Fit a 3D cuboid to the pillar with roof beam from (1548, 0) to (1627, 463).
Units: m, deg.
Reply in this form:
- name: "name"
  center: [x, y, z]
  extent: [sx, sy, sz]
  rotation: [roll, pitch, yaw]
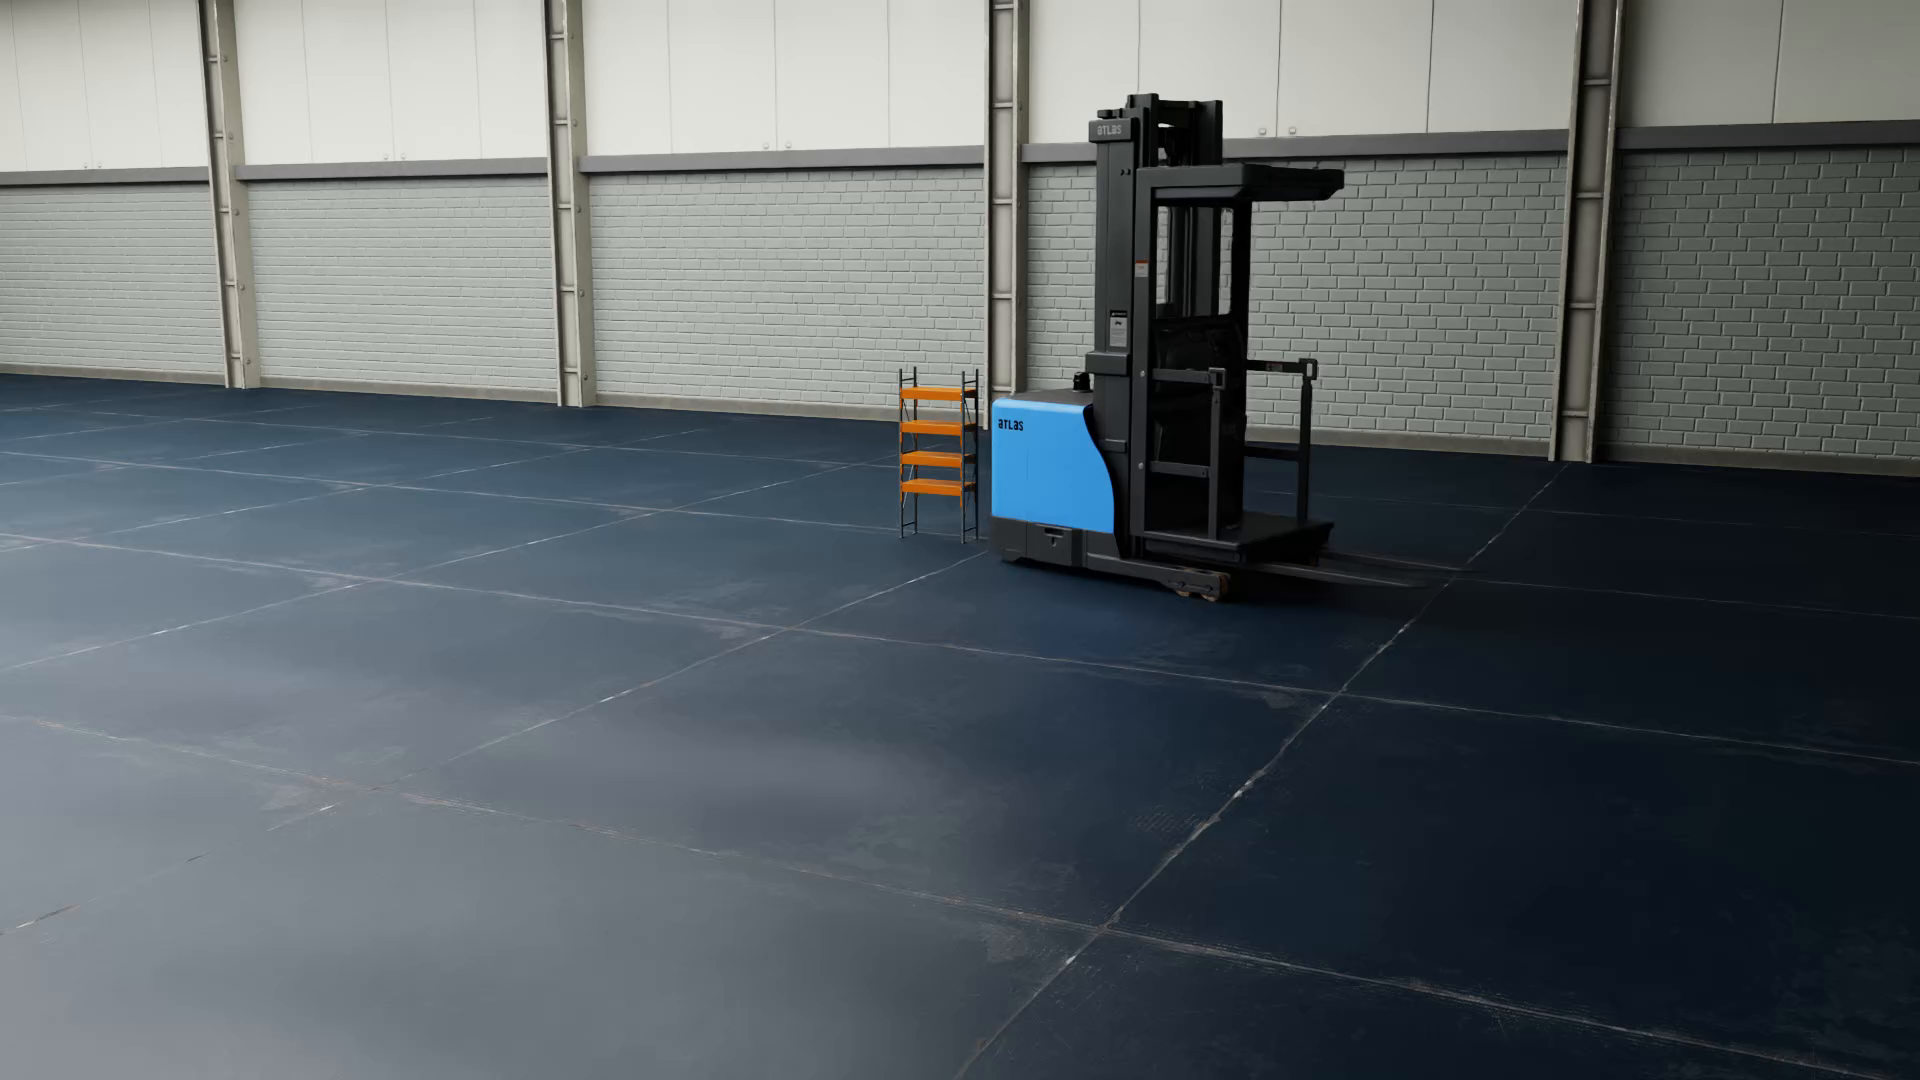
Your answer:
- name: "pillar with roof beam"
  center: [3.979, -4.511, 11.387]
  extent: [0.400, 9.000, 9.100]
  rotation: [5, 11, 26]

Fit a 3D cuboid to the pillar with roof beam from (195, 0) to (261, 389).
- name: "pillar with roof beam"
  center: [-12.163, -5.929, 19.224]
  extent: [0.400, 9.000, 9.100]
  rotation: [5, 11, 26]

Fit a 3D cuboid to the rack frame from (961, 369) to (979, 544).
- name: "rack frame"
  center: [0.070, -0.584, 11.589]
  extent: [0.015, 1.200, 0.240]
  rotation: [5, 11, 26]

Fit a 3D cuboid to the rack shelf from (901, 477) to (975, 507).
- name: "rack shelf"
  center: [-0.148, -0.342, 11.743]
  extent: [0.480, 0.148, 0.258]
  rotation: [5, 11, 26]

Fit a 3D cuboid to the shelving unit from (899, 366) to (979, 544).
- name: "shelving unit"
  center: [-0.148, -0.603, 11.695]
  extent: [0.503, 1.200, 0.258]
  rotation: [5, 11, 26]

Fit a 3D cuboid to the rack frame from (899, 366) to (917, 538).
- name: "rack frame"
  center: [-0.367, -0.623, 11.802]
  extent: [0.015, 1.200, 0.240]
  rotation: [5, 11, 26]

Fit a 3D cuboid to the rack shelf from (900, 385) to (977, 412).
- name: "rack shelf"
  center: [-0.148, -0.990, 11.625]
  extent: [0.480, 0.148, 0.258]
  rotation: [5, 11, 26]

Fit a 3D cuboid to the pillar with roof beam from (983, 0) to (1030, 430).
- name: "pillar with roof beam"
  center: [-1.401, -4.984, 13.999]
  extent: [0.400, 9.000, 9.100]
  rotation: [5, 11, 26]

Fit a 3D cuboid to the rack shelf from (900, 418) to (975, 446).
- name: "rack shelf"
  center: [-0.148, -0.757, 11.668]
  extent: [0.480, 0.148, 0.258]
  rotation: [5, 11, 26]

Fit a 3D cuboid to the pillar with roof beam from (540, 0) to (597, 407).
- name: "pillar with roof beam"
  center: [-6.782, -5.457, 16.612]
  extent: [0.400, 9.000, 9.100]
  rotation: [5, 11, 26]

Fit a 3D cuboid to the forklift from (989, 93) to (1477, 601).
- name: "forklift"
  center: [1.620, -1.189, 10.070]
  extent: [3.031, 2.935, 1.130]
  rotation: [9, 14, 41]

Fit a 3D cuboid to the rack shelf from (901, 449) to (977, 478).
- name: "rack shelf"
  center: [-0.148, -0.537, 11.707]
  extent: [0.480, 0.148, 0.258]
  rotation: [5, 11, 26]
